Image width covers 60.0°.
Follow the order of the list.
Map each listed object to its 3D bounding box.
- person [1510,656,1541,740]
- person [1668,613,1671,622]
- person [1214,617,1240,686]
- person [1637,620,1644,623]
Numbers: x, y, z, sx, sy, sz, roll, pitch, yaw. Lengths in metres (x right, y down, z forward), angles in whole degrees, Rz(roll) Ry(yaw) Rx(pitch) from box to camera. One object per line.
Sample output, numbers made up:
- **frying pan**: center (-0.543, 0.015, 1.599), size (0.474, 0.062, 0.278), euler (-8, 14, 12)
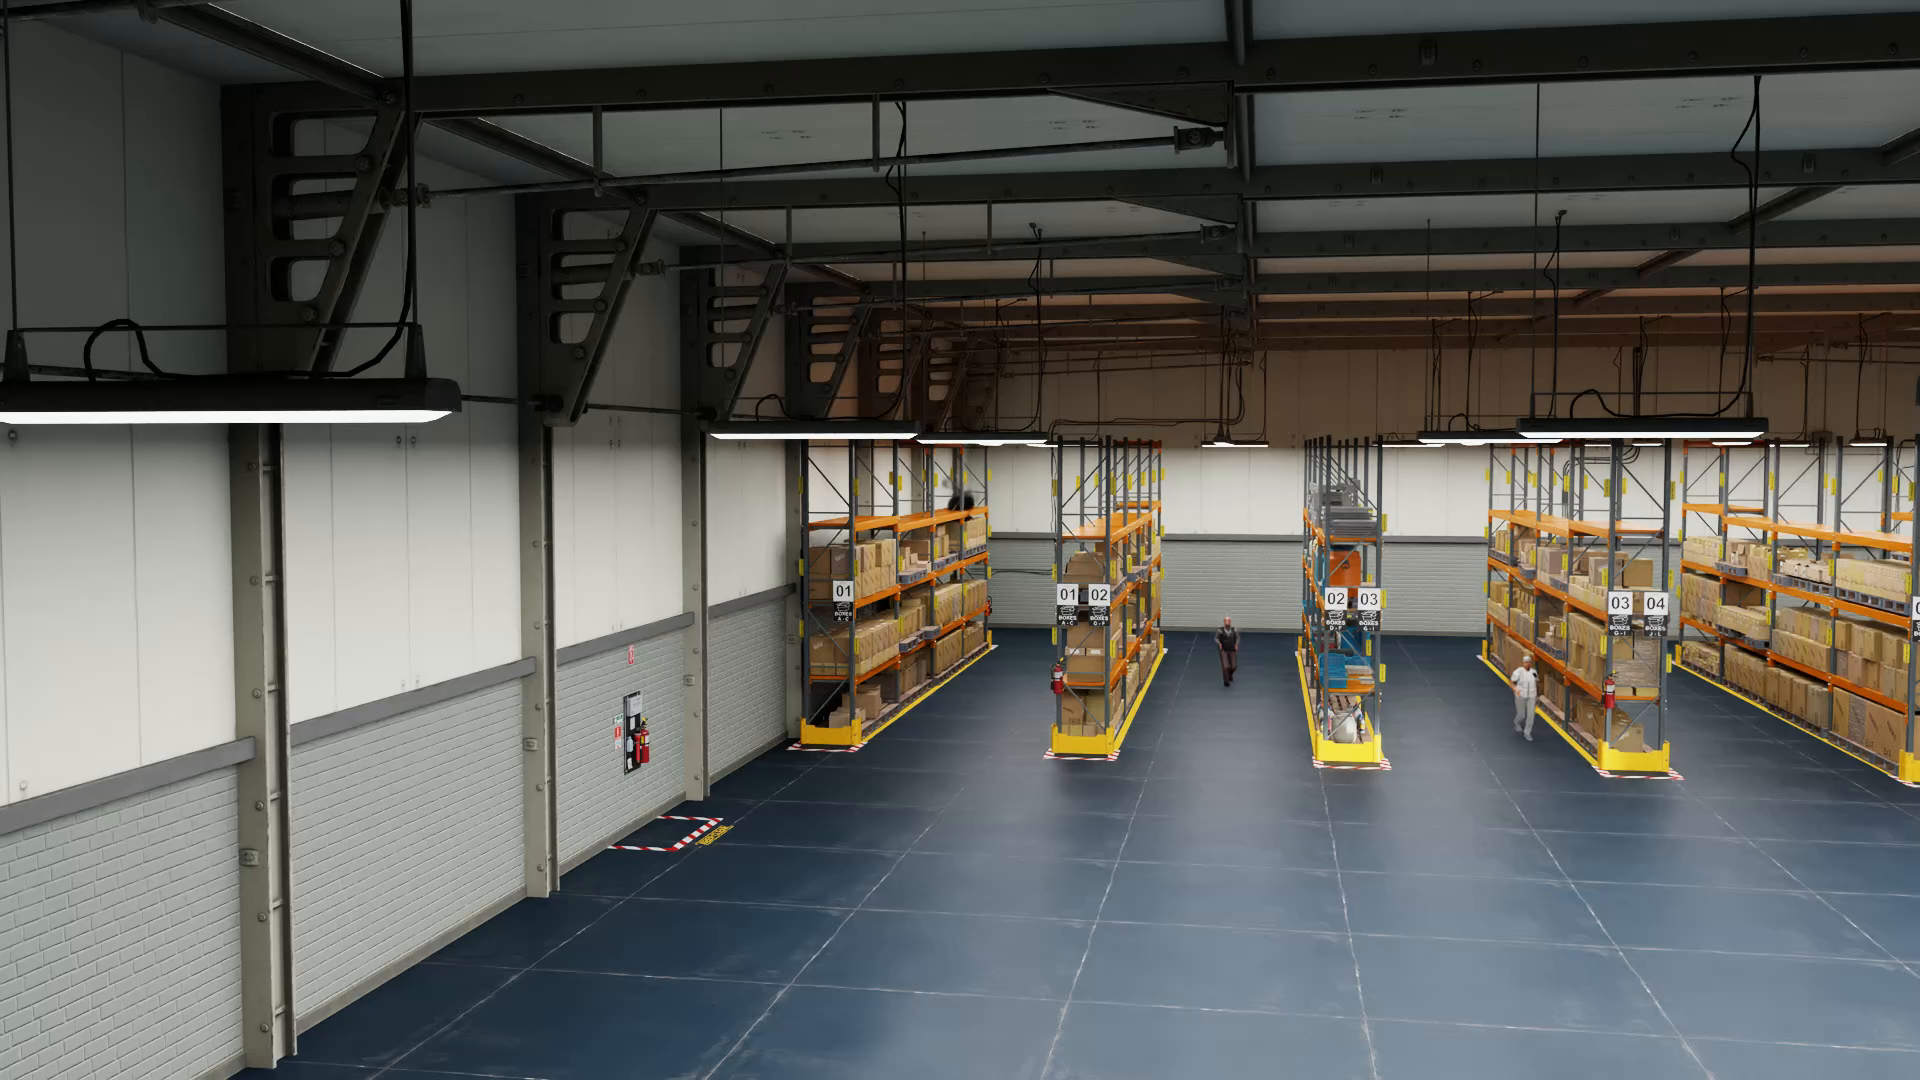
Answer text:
- **person**: center (11.259, 3.125, 33.114), size (0.612, 1.645, 0.672), euler (0, 3, 5)
- **person**: center (18.995, 2.407, 45.294), size (0.829, 1.739, 0.764), euler (-1, 3, -22)
- **person**: center (6.487, 2.704, 40.327), size (0.656, 1.673, 0.607), euler (0, 3, 0)
- **person**: center (17.811, 2.503, 43.420), size (0.677, 1.830, 0.735), euler (1, 3, 11)
